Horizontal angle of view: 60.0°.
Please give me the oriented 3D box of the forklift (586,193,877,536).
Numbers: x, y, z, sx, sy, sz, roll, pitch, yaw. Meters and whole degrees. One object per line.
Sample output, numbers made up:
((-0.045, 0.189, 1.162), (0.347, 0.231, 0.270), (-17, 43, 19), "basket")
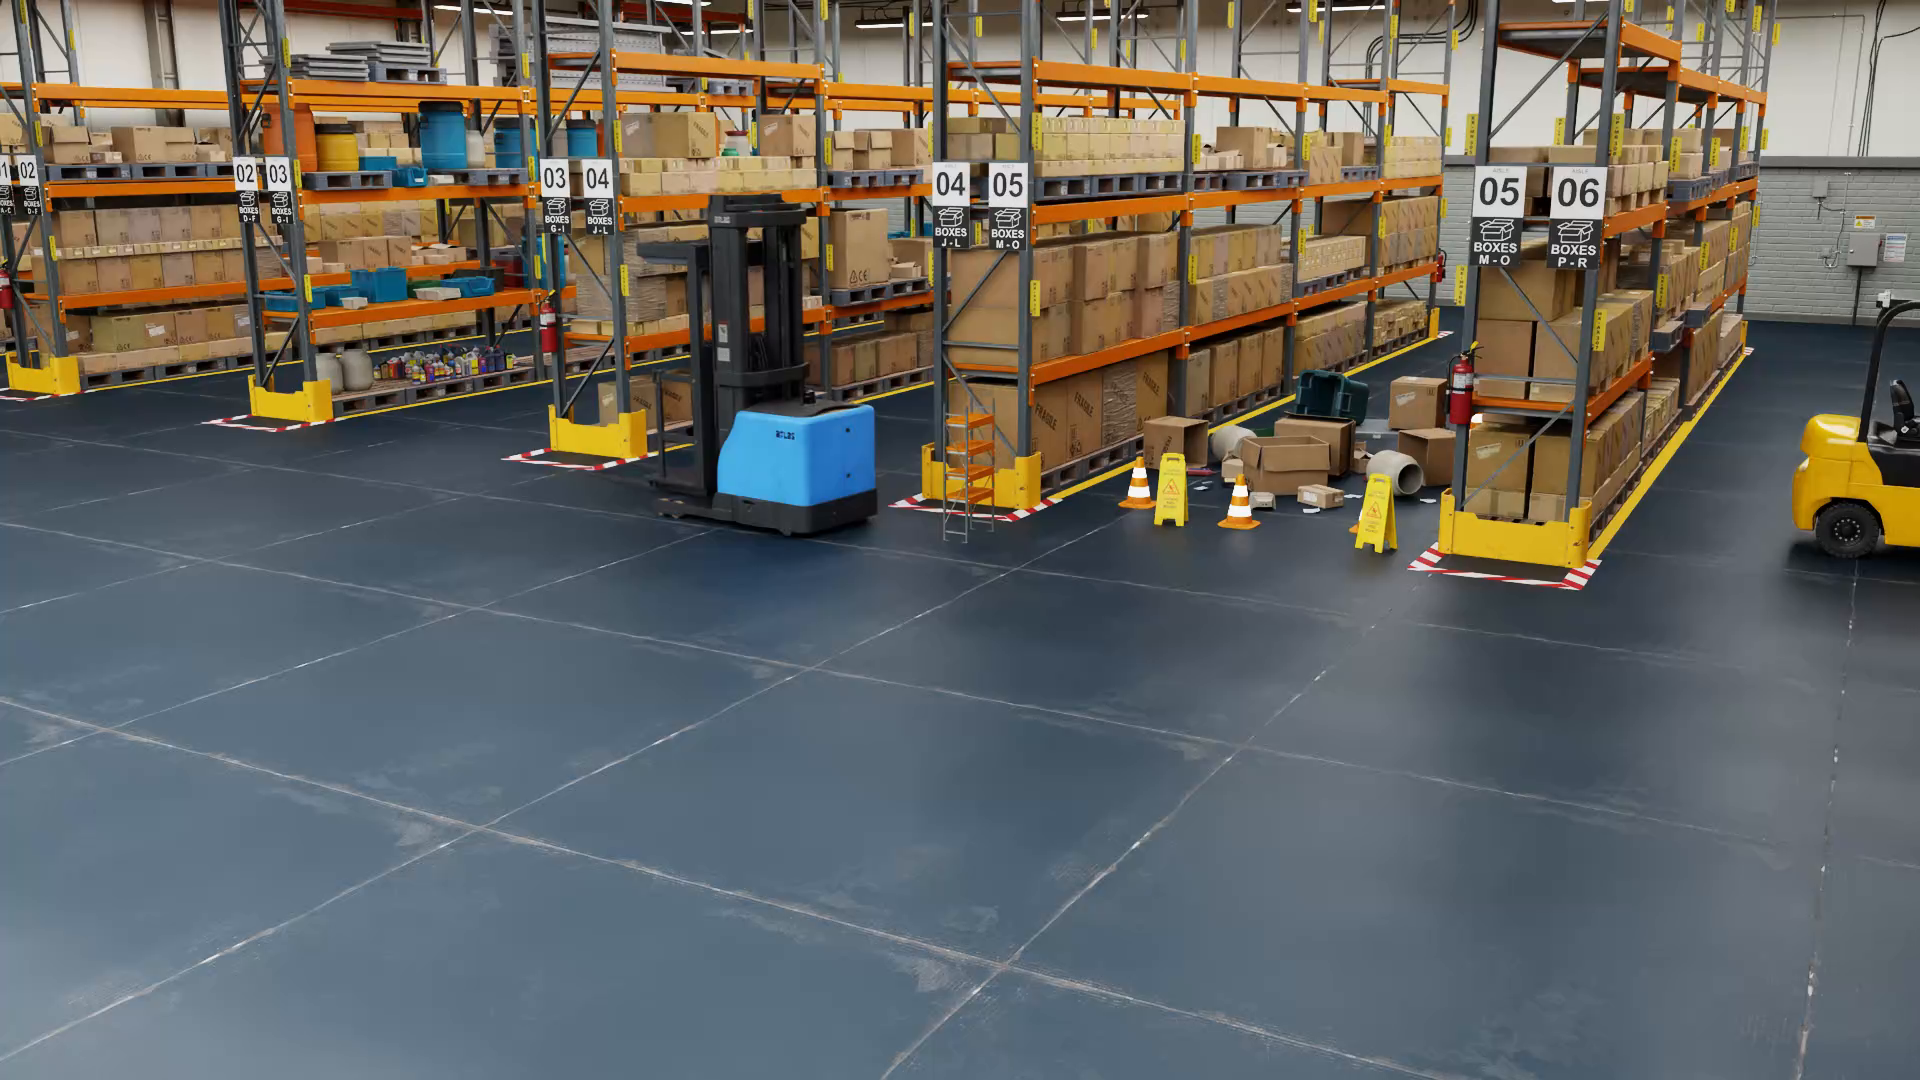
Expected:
((-2.248, -1.712, 15.381), (3.031, 2.935, 1.130), (10, 17, 35), "forklift")

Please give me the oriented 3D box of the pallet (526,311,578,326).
((-7.898, -4.237, 31.656), (1.003, 0.211, 1.213), (7, 15, 28), "pallet")

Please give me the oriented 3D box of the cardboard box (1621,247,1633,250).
((7.796, -3.172, 19.545), (0.500, 0.500, 0.500), (8, 16, 31), "cardboard box")

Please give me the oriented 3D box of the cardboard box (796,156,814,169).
((-2.051, -4.730, 20.822), (0.380, 0.149, 0.250), (8, 16, 30), "cardboard box")

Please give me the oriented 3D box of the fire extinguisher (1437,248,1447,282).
((8.473, -4.910, 29.460), (0.296, 0.674, 0.183), (7, 15, 28), "fire extinguisher")

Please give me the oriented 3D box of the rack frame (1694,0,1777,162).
((12.329, -7.506, 26.467), (1.000, 3.000, 0.127), (7, 15, 28), "rack frame")

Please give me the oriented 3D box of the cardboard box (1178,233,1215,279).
((2.628, -3.410, 19.933), (0.700, 0.500, 0.500), (7, 15, 27), "cardboard box")

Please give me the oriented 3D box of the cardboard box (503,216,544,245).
((-8.068, -5.755, 30.894), (0.700, 0.500, 0.500), (11, 17, 38), "cardboard box")

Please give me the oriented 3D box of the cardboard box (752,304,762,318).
((-2.641, -2.800, 20.283), (0.380, 0.149, 0.250), (7, 15, 28), "cardboard box")

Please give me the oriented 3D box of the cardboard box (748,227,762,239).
((-2.606, -3.601, 20.088), (0.500, 0.500, 0.500), (7, 15, 28), "cardboard box")

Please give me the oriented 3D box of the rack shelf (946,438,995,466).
((0.080, -0.769, 14.497), (0.258, 0.148, 0.480), (7, 15, 28), "rack shelf")

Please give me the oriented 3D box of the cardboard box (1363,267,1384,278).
((6.437, -4.208, 26.123), (0.380, 0.149, 0.250), (8, 16, 30), "cardboard box")

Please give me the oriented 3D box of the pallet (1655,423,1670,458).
((7.492, -1.183, 18.990), (1.003, 0.211, 1.213), (7, 15, 28), "pallet")

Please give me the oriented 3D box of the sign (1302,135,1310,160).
((4.562, -5.172, 21.913), (0.100, 0.325, 0.005), (7, 15, 28), "sign")

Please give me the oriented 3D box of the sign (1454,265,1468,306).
((4.119, -2.090, 13.659), (0.100, 0.325, 0.005), (7, 15, 28), "sign")

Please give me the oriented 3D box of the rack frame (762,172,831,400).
((-2.147, -3.250, 21.615), (1.000, 3.000, 0.127), (7, 15, 28), "rack frame")

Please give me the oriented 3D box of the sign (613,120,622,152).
((-3.605, -4.251, 17.502), (0.100, 0.325, 0.005), (7, 15, 28), "sign")

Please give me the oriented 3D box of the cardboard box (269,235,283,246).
((-10.761, -4.657, 25.854), (0.380, 0.149, 0.250), (7, 15, 28), "cardboard box")

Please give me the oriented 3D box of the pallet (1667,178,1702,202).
((6.920, -3.609, 17.103), (1.213, 0.211, 1.003), (7, 15, 28), "pallet")

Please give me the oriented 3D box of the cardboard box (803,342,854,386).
((-1.831, -2.372, 22.369), (0.700, 0.500, 0.500), (6, 15, 24), "cardboard box")

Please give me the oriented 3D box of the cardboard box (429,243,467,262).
((-9.097, -5.081, 29.399), (0.500, 0.311, 0.500), (9, 16, 32), "cardboard box")

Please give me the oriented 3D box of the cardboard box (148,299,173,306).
((-14.608, -4.197, 29.937), (0.700, 0.500, 0.500), (7, 15, 27), "cardboard box")

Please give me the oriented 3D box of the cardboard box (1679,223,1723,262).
((9.894, -3.974, 22.273), (0.500, 0.500, 0.500), (8, 16, 30), "cardboard box")

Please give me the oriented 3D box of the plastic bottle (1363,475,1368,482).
((4.263, -0.647, 17.085), (0.133, 0.061, 0.283), (11, 17, 38), "plastic bottle")

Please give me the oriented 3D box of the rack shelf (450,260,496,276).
((-7.916, -5.255, 31.464), (1.077, 0.370, 4.000), (7, 15, 28), "rack shelf")

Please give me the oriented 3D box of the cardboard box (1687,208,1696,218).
((10.489, -4.760, 24.146), (0.380, 0.149, 0.250), (8, 16, 29), "cardboard box")

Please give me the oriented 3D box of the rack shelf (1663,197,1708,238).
((7.495, -3.646, 18.392), (1.077, 0.370, 4.000), (7, 15, 28), "rack shelf")

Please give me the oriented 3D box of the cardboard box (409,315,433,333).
((-9.416, -3.717, 28.521), (0.500, 0.250, 0.500), (8, 16, 29), "cardboard box")

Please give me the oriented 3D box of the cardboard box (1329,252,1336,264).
((5.238, -4.111, 24.192), (0.380, 0.149, 0.250), (8, 16, 30), "cardboard box")

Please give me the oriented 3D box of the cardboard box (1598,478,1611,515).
((5.480, -0.412, 14.814), (0.500, 0.250, 0.500), (8, 16, 30), "cardboard box")

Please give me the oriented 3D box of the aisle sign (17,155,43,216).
((-12.514, -4.768, 22.365), (0.394, 0.787, 0.004), (7, 15, 28), "aisle sign")

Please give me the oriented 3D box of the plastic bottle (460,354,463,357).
((-6.893, -2.441, 23.114), (0.061, 0.283, 0.133), (7, 15, 28), "plastic bottle")

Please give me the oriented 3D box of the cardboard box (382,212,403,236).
((-11.778, -6.447, 33.984), (0.500, 0.500, 0.500), (7, 15, 28), "cardboard box")

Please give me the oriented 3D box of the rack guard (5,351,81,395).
((-12.762, -2.333, 23.142), (1.175, 0.500, 0.348), (7, 15, 28), "rack guard")

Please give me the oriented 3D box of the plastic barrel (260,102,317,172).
((-8.292, -4.976, 20.561), (0.600, 0.830, 0.708), (7, 15, 28), "plastic barrel")

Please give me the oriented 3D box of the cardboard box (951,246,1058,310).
((0.426, -2.516, 15.947), (0.875, 0.550, 0.550), (7, 15, 28), "cardboard box")

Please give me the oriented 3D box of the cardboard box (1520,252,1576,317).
((4.902, -2.219, 14.354), (0.700, 0.500, 0.500), (8, 15, 29), "cardboard box")

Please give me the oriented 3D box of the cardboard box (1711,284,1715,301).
((9.892, -3.369, 22.430), (0.500, 0.250, 0.500), (7, 15, 27), "cardboard box")

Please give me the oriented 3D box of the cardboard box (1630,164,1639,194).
((5.551, -3.121, 14.363), (0.500, 0.250, 0.500), (8, 16, 30), "cardboard box")

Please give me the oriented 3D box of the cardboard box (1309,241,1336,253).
((5.231, -4.253, 24.144), (0.380, 0.149, 0.250), (7, 15, 27), "cardboard box")

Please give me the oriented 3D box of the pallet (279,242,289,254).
((-13.473, -5.503, 31.368), (1.213, 0.211, 1.003), (7, 15, 28), "pallet")

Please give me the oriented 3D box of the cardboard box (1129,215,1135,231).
((2.944, -5.978, 31.015), (0.500, 0.500, 0.500), (7, 15, 27), "cardboard box")

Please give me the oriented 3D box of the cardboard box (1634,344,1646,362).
((6.525, -1.853, 16.355), (0.380, 0.149, 0.250), (8, 16, 29), "cardboard box")

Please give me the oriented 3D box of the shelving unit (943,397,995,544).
((0.080, -0.617, 14.534), (0.258, 1.200, 0.503), (7, 15, 28), "shelving unit")

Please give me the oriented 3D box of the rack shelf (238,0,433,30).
((-12.254, -10.347, 32.696), (1.077, 0.370, 4.000), (7, 15, 28), "rack shelf")

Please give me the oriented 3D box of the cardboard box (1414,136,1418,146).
((7.281, -6.537, 27.251), (0.380, 0.149, 0.250), (7, 15, 26), "cardboard box")

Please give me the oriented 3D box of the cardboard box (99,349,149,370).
((-12.058, -2.608, 23.922), (0.500, 0.250, 0.500), (7, 15, 28), "cardboard box")

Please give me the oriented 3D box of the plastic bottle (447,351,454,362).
((-7.200, -2.537, 23.539), (0.097, 0.271, 0.097), (0, 14, 0), "plastic bottle")

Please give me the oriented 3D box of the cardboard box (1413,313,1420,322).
((7.692, -3.845, 28.634), (0.380, 0.149, 0.250), (7, 15, 26), "cardboard box")

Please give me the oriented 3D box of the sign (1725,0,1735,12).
((8.942, -6.298, 19.293), (0.100, 0.325, 0.005), (7, 15, 28), "sign")

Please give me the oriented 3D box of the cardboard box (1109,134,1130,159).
((1.402, -4.010, 16.943), (0.500, 0.250, 0.500), (7, 15, 28), "cardboard box")

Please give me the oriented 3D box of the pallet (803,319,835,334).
((-3.025, -3.943, 30.440), (1.003, 0.211, 1.213), (7, 15, 28), "pallet")

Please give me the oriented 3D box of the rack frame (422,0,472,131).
((-8.883, -8.110, 28.975), (1.000, 3.000, 0.127), (7, 15, 28), "rack frame")

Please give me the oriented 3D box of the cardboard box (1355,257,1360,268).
((5.870, -4.234, 25.334), (0.380, 0.149, 0.250), (7, 15, 28), "cardboard box")

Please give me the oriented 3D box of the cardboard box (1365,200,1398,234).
((6.682, -5.161, 26.560), (0.500, 0.500, 0.500), (7, 15, 26), "cardboard box")

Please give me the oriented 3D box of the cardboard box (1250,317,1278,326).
((4.181, -3.012, 23.463), (0.500, 0.250, 0.500), (7, 15, 27), "cardboard box")

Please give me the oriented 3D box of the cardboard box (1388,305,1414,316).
((7.466, -3.880, 28.143), (0.380, 0.149, 0.250), (8, 16, 30), "cardboard box")
